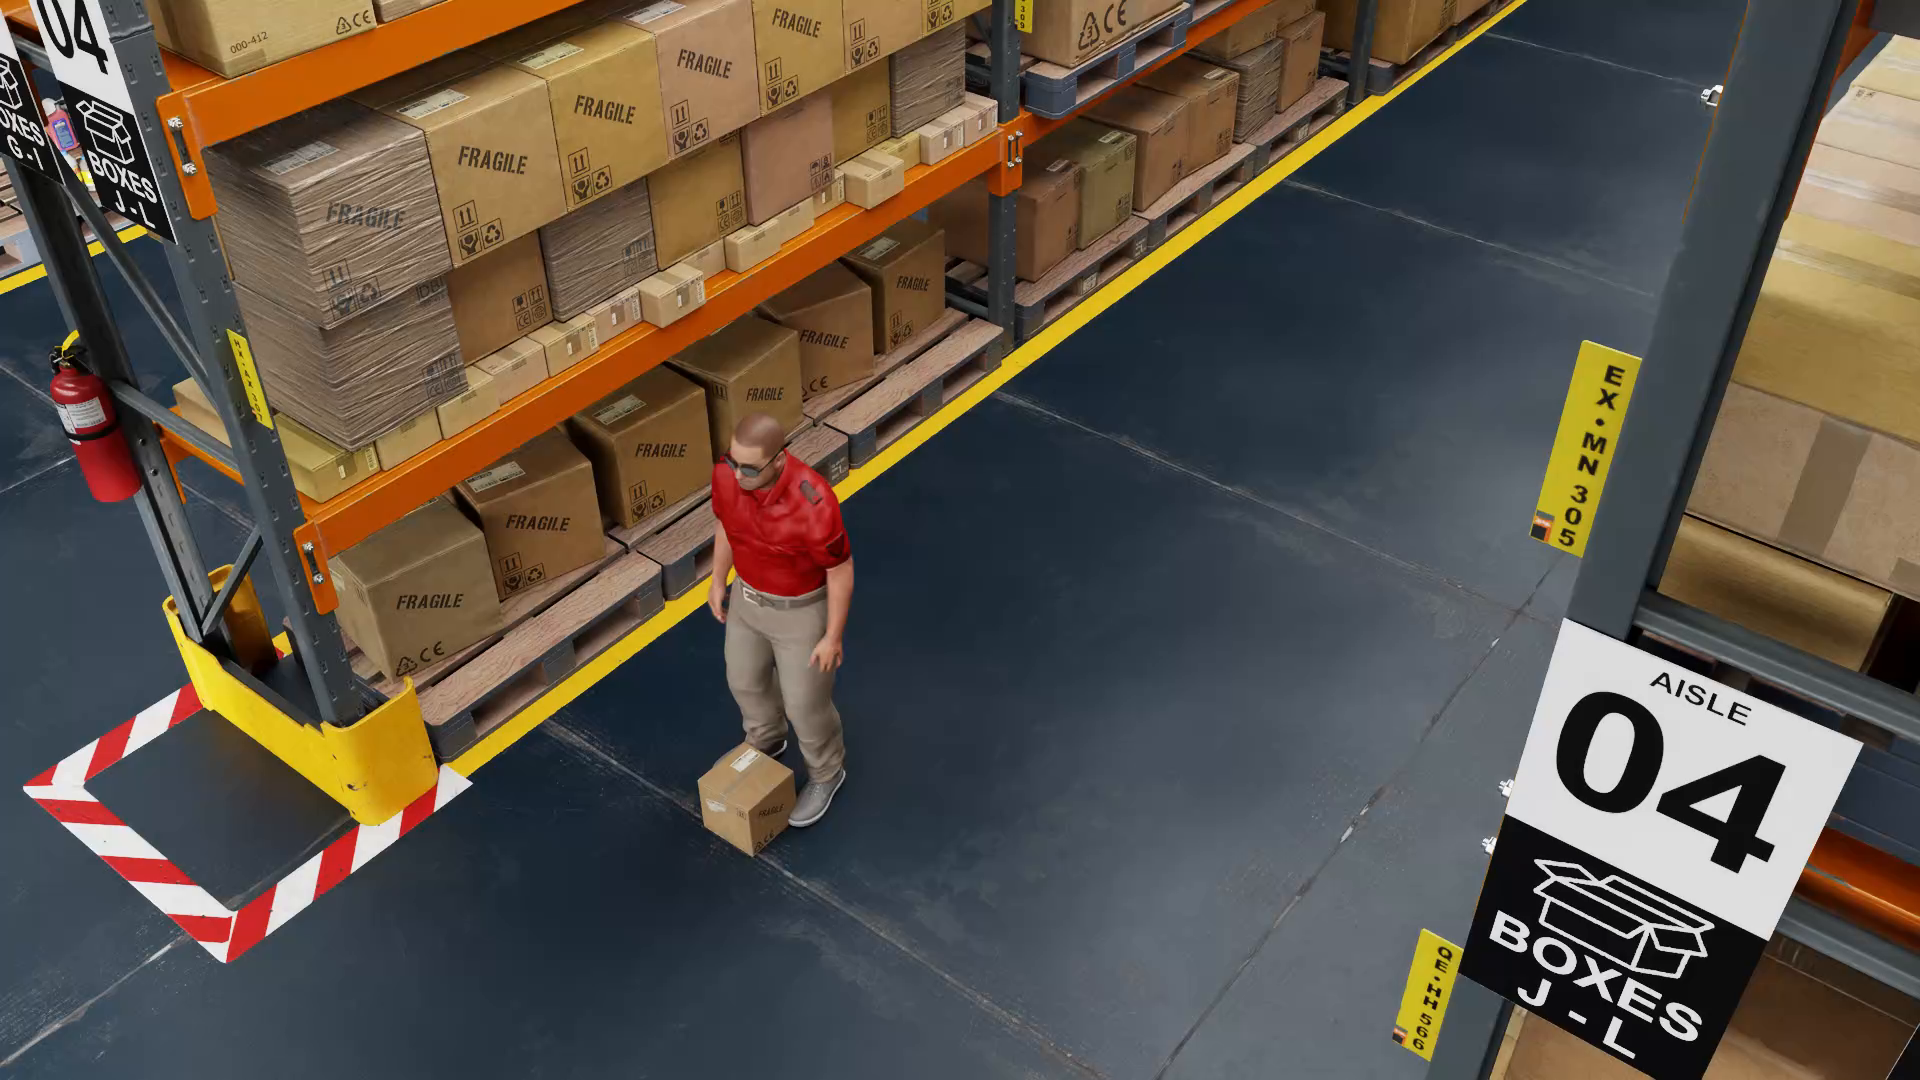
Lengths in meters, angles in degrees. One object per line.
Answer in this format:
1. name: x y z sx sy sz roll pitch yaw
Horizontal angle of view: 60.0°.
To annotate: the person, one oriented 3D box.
1. person: -0.636 0.248 5.854 0.588 1.726 0.390 24 44 27
